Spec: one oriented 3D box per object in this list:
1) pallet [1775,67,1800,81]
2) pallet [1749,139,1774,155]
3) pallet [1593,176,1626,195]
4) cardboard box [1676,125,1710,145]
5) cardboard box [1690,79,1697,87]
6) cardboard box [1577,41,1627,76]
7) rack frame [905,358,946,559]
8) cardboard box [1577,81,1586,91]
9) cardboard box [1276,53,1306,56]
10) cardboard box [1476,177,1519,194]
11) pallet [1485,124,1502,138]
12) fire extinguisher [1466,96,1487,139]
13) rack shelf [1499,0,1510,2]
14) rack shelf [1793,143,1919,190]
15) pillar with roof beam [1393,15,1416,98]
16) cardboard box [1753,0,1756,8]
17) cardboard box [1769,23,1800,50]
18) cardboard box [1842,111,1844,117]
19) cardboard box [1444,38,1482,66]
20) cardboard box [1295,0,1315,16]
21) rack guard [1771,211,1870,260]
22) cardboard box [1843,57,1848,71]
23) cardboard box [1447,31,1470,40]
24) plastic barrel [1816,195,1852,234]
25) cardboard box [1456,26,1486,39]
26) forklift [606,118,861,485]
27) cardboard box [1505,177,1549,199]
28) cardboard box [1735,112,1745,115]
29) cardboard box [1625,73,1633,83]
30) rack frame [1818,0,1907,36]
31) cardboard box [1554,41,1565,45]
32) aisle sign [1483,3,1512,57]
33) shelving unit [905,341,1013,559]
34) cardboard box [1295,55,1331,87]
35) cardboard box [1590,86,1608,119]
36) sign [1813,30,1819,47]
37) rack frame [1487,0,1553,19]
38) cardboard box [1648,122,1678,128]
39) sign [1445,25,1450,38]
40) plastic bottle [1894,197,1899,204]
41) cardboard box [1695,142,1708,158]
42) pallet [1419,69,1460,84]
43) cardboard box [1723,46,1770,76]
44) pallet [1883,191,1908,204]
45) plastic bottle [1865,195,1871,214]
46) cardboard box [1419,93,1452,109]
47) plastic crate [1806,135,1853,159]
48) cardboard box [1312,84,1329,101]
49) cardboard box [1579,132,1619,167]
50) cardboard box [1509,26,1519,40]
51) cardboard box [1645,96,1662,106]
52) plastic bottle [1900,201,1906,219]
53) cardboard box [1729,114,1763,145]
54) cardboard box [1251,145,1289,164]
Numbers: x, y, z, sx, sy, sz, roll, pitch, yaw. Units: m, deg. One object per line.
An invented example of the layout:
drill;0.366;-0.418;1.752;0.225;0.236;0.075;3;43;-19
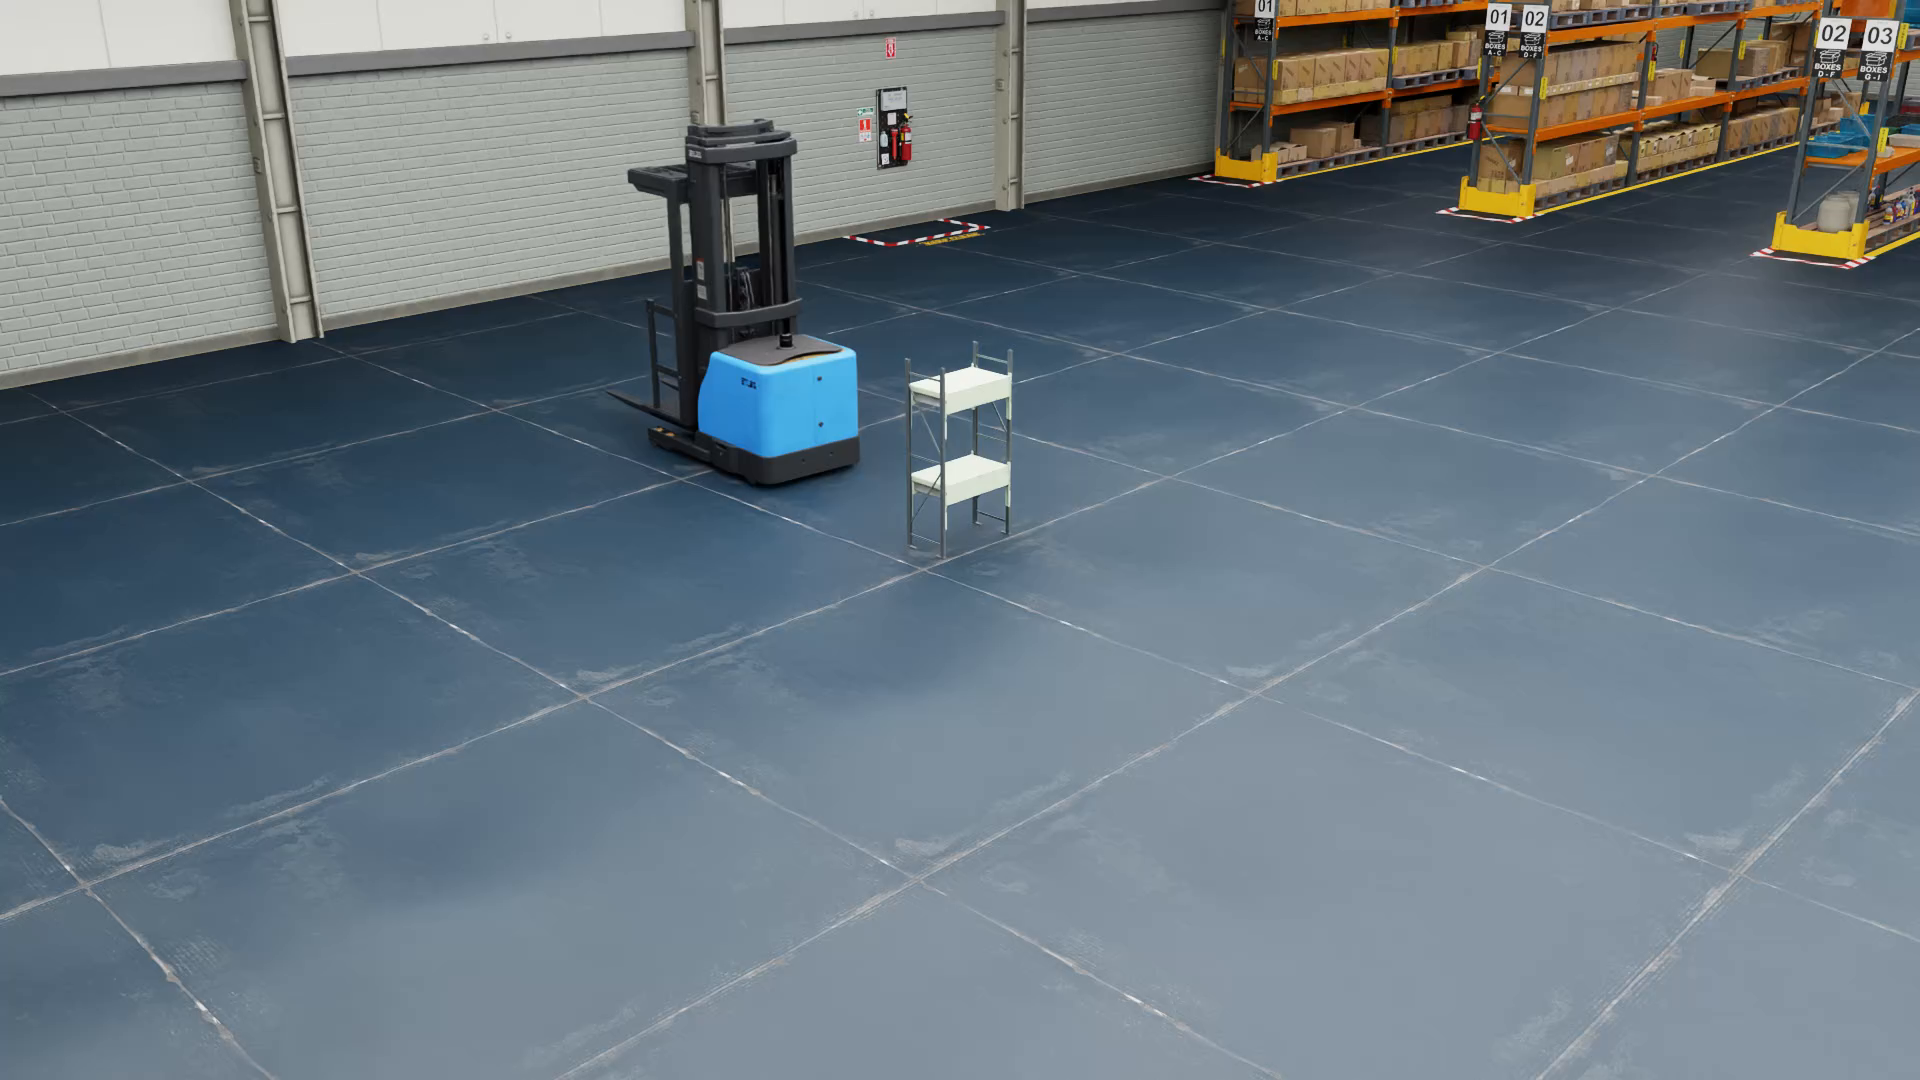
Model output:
pallet;16.407;-9.533;33.965;1.003;0.211;1.213;19;28;41
pallet;15.651;-7.966;33.505;1.003;0.211;1.213;19;28;41
pallet;10.877;-6.249;29.039;1.003;0.211;1.213;19;28;41
cardboard box;13.705;-7.616;31.173;0.500;0.311;0.500;19;28;40
cardboard box;13.489;-8.550;31.262;0.500;0.311;0.500;19;28;40
cardboard box;10.805;-8.151;28.153;0.700;0.500;0.500;19;28;41
rack frame;-0.260;-0.604;12.556;0.400;1.500;0.023;19;28;41
cardboard box;9.996;-7.445;27.219;0.380;0.149;0.250;19;28;40
cardboard box;6.012;-8.680;30.613;0.500;0.500;0.500;18;28;39
cardboard box;8.834;-5.841;27.337;0.500;0.250;0.500;19;28;41
pallet;11.304;-8.894;35.920;1.003;0.211;1.213;19;28;41
fire extinguisher;8.256;-6.766;26.605;0.296;0.674;0.183;19;28;41
rack shelf;12.096;-11.590;35.870;1.077;0.370;4.000;19;28;41
rack shelf;13.613;-5.654;24.607;1.077;0.370;4.000;19;28;41
pillar with roof beam;12.258;-11.617;30.756;9.100;9.000;0.400;19;28;41
cardboard box;14.532;-10.340;31.476;0.910;0.500;0.500;19;28;41
cardboard box;17.210;-10.509;34.703;0.500;0.500;0.500;19;28;41
cardboard box;19.283;-9.429;36.762;0.380;0.166;0.250;19;28;41
cardboard box;10.380;-10.141;34.524;0.700;0.500;0.500;15;26;35
cardboard box;5.932;-9.564;29.428;0.500;0.500;0.500;-18;27;-39
rack guard;12.237;-4.340;23.670;1.175;0.500;0.348;19;28;41
cardboard box;18.653;-10.302;35.558;0.500;0.500;0.500;19;28;40
cardboard box;10.267;-10.384;34.253;0.380;0.149;0.250;14;25;32
plastic barrel;12.622;-4.699;24.001;0.421;0.512;0.421;0;21;0
cardboard box;10.831;-10.738;35.204;0.500;0.250;0.500;-19;28;-41
forklift;-2.223;-2.290;14.946;1.130;2.935;3.031;-17;27;-38
cardboard box;9.205;-5.711;27.000;0.500;0.250;0.500;19;28;41
cardboard box;15.459;-8.380;33.567;0.500;0.500;0.500;18;27;39
cardboard box;11.252;-7.908;28.424;0.380;0.149;0.250;19;28;40
rack frame;12.218;-8.276;22.064;1.000;3.000;0.127;19;28;41
cardboard box;13.000;-10.920;36.721;0.500;0.500;0.500;20;28;41
aisle sign;8.415;-7.987;26.049;0.394;0.787;0.004;19;28;41
shelving unit;-0.005;-0.698;12.801;0.431;1.500;0.755;19;28;41
cardboard box;6.385;-8.548;30.269;0.500;0.500;0.500;18;27;39
cardboard box;10.441;-7.411;28.035;0.500;0.500;0.700;-20;28;-41
sign;17.443;-10.204;33.827;0.100;0.325;0.005;19;28;41
rack frame;8.671;-9.517;25.292;1.000;3.000;0.127;19;28;41
cardboard box;13.316;-7.749;31.520;0.500;0.311;0.500;18;28;39
sign;10.300;-10.690;35.093;0.100;0.325;0.005;19;28;41
plastic bottle;14.213;-5.057;25.224;0.061;0.283;0.133;19;28;41
cardboard box;13.703;-7.356;31.279;0.500;0.250;0.500;19;28;40
pallet;9.349;-9.403;33.625;1.003;0.211;1.213;19;28;41
cardboard box;15.386;-9.393;32.607;0.500;0.500;0.700;-14;25;-32
pallet;15.528;-5.414;26.866;1.003;0.211;1.213;19;28;41
plastic bottle;13.843;-5.146;25.465;0.152;0.276;0.135;19;28;41
cardboard box;9.793;-9.071;34.321;0.500;0.250;0.500;-20;28;-41
plastic crate;12.352;-5.610;23.697;0.499;0.251;0.616;19;28;41
cardboard box;6.399;-8.207;30.428;0.500;0.250;0.500;19;28;40
cardboard box;10.938;-6.708;28.547;0.500;0.500;0.500;19;28;41
cardboard box;11.576;-10.747;35.228;0.500;0.250;0.500;19;28;40
cardboard box;12.226;-7.804;29.548;0.380;0.149;0.250;19;28;41
plastic bottle;14.156;-4.962;24.992;0.097;0.271;0.097;0;21;0
cardboard box;15.489;-8.121;32.892;0.500;0.500;0.500;19;28;40
cardboard box;5.667;-7.061;30.399;0.500;0.311;0.500;15;26;35
